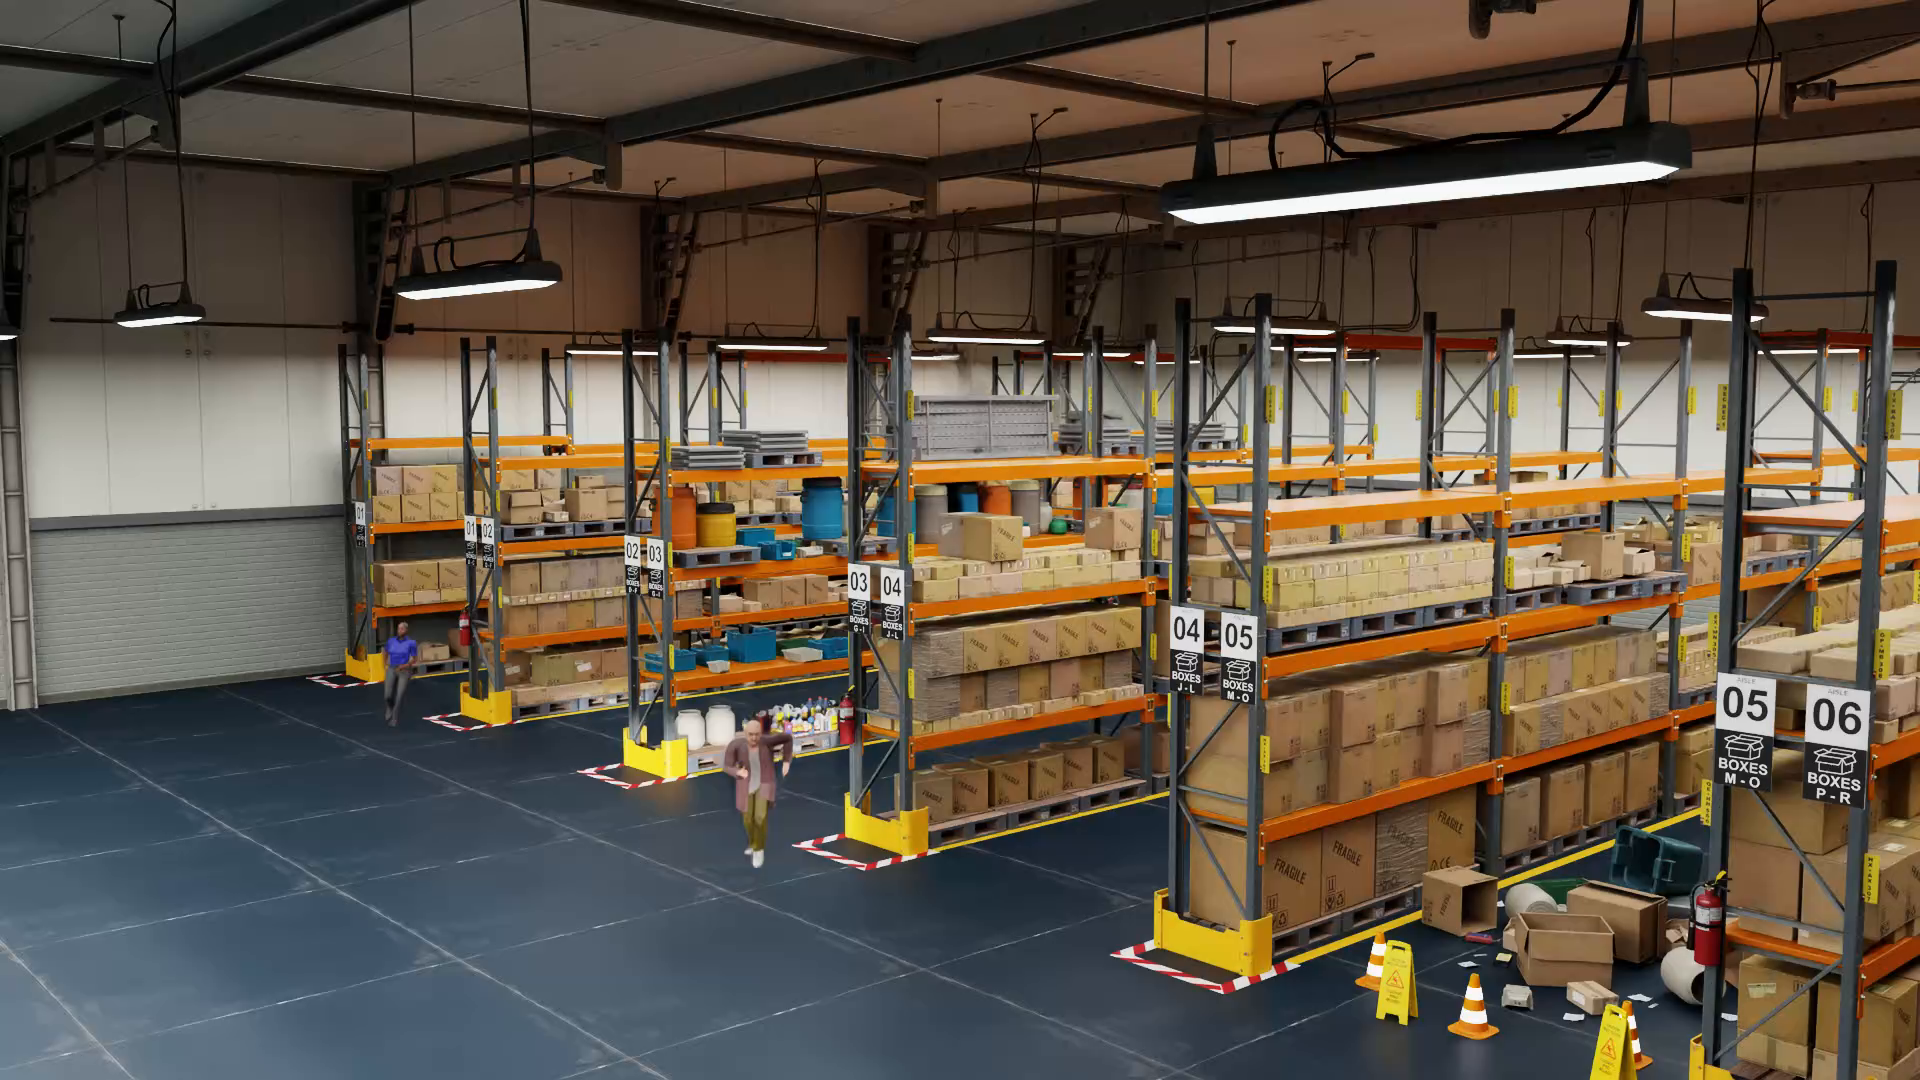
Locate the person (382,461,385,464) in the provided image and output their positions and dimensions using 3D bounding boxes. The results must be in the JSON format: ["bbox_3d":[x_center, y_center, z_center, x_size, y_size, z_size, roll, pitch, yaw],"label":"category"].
[{"bbox_3d":[-2.758,0.562,28.413,14.649,3.646,7.304,5,7,42],"label":"person"}]

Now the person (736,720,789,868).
[{"bbox_3d":[-2.190,2.735,18.099,0.706,1.678,1.051,0,5,-3],"label":"person"}]

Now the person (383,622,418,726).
[{"bbox_3d":[-8.671,2.074,25.725,0.570,1.619,0.520,0,5,-4],"label":"person"}]
